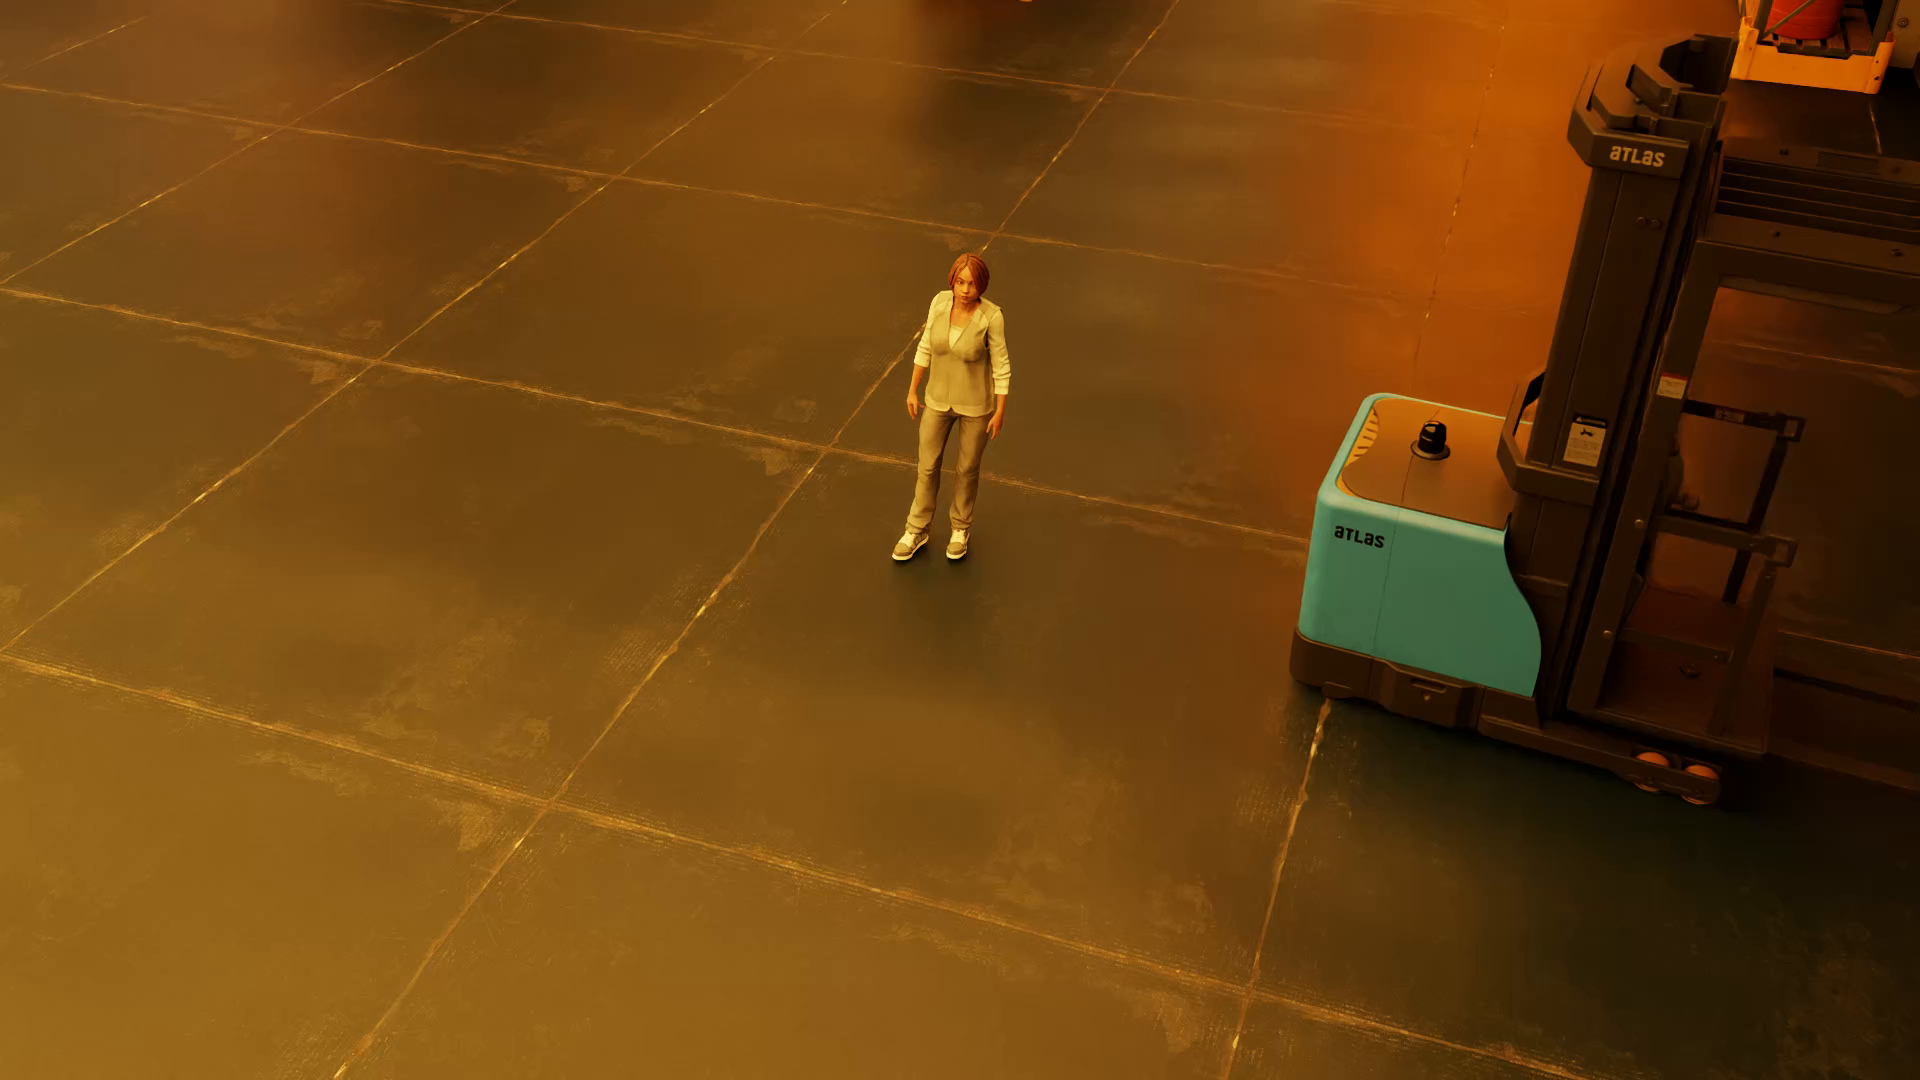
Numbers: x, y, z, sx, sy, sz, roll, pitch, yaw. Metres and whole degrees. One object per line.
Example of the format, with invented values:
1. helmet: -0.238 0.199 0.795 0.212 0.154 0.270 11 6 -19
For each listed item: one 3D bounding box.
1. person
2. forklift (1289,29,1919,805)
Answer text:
1. person: -0.038 -0.620 8.126 0.521 1.596 0.475 12 37 16
2. forklift: 3.081 -0.425 6.710 3.031 2.935 1.130 15 38 20
